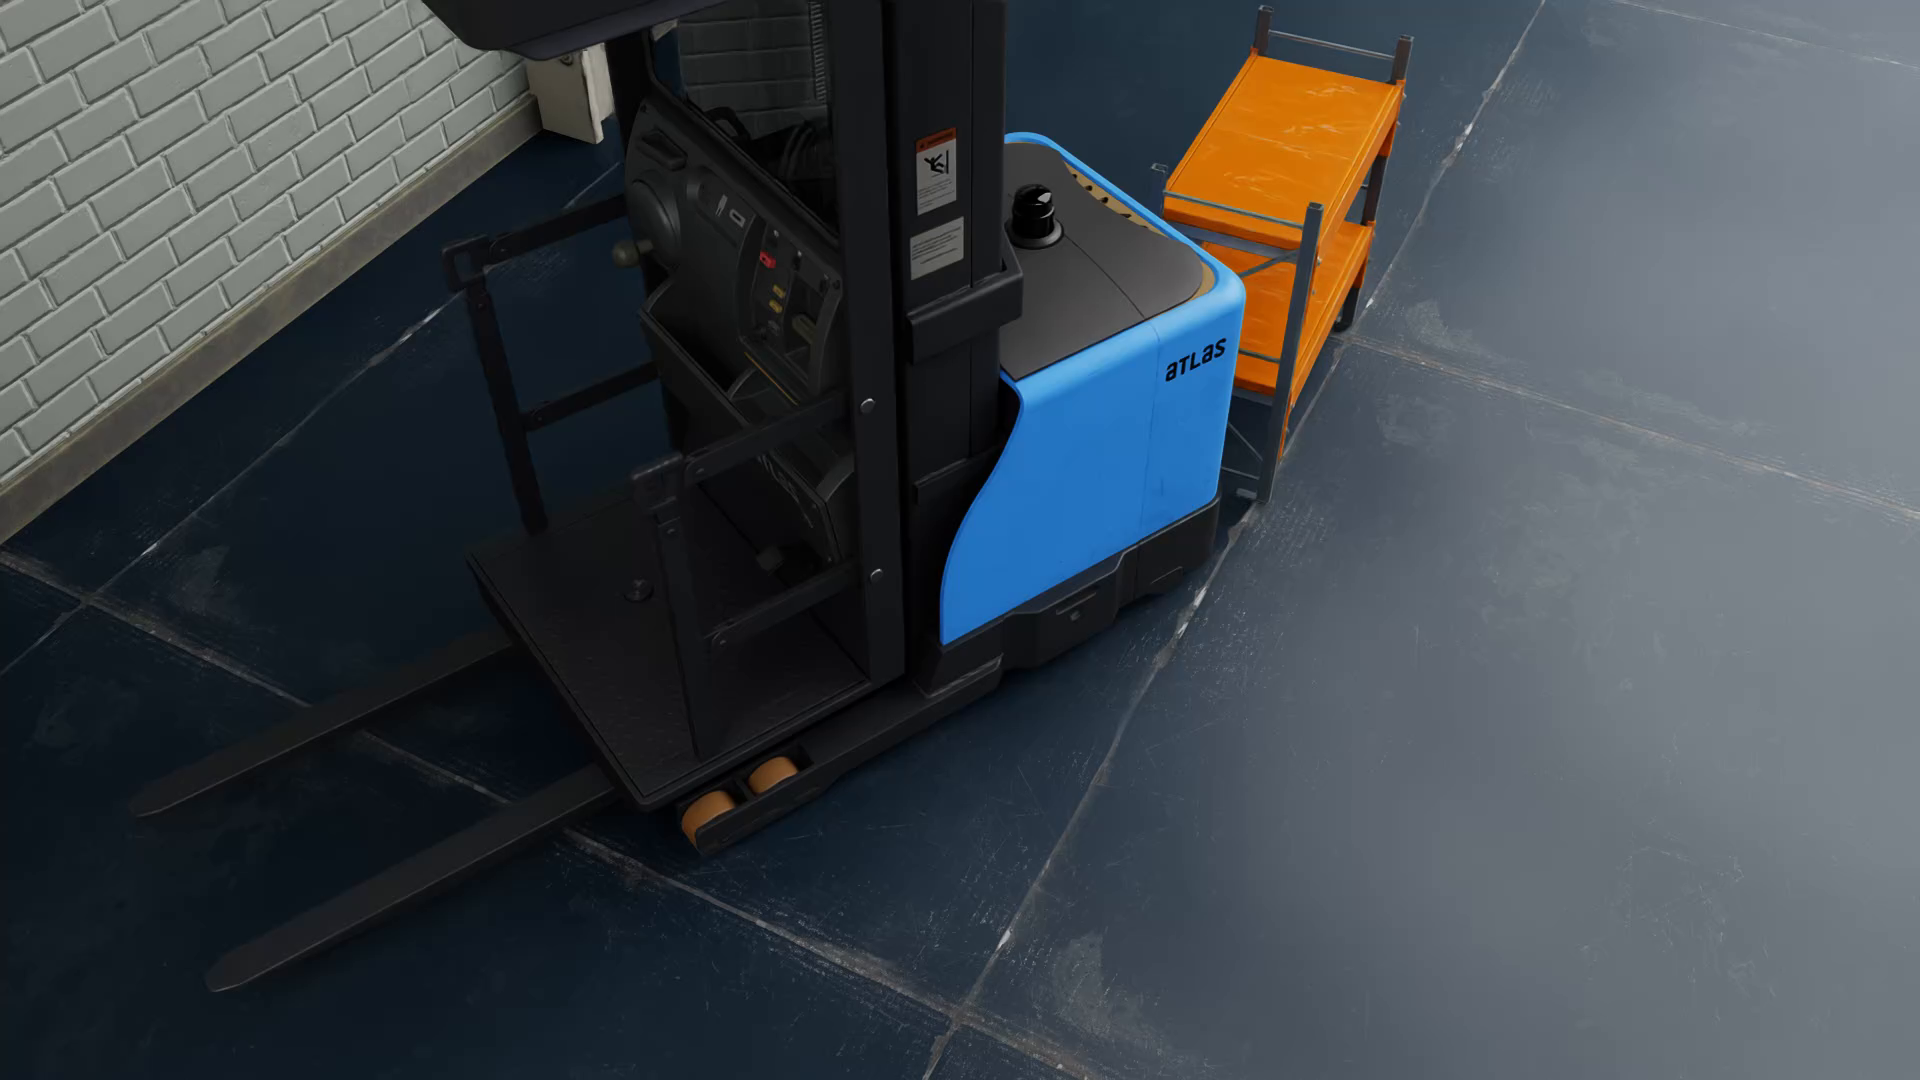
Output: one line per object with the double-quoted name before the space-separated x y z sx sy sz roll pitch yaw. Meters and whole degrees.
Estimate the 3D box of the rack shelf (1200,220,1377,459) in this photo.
"rack shelf" 0.984 -0.750 5.544 0.538 0.278 1.000 18 48 17

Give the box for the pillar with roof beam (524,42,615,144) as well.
"pillar with roof beam" 2.268 -3.550 2.432 9.100 9.000 0.400 20 49 19

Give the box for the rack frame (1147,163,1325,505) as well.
"rack frame" 0.773 -0.593 5.045 0.500 1.125 0.032 18 48 17

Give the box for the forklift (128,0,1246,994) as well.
"forklift" -0.712 -0.631 3.813 3.031 2.935 1.130 -27 51 -24

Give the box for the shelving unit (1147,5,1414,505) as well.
"shelving unit" 0.984 -0.922 5.370 0.538 1.125 1.048 18 48 17

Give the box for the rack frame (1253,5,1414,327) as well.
"rack frame" 1.195 -1.251 5.695 0.500 1.125 0.032 18 48 17

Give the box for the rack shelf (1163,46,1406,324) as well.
"rack shelf" 0.984 -1.128 5.162 0.538 0.278 1.000 18 48 17
